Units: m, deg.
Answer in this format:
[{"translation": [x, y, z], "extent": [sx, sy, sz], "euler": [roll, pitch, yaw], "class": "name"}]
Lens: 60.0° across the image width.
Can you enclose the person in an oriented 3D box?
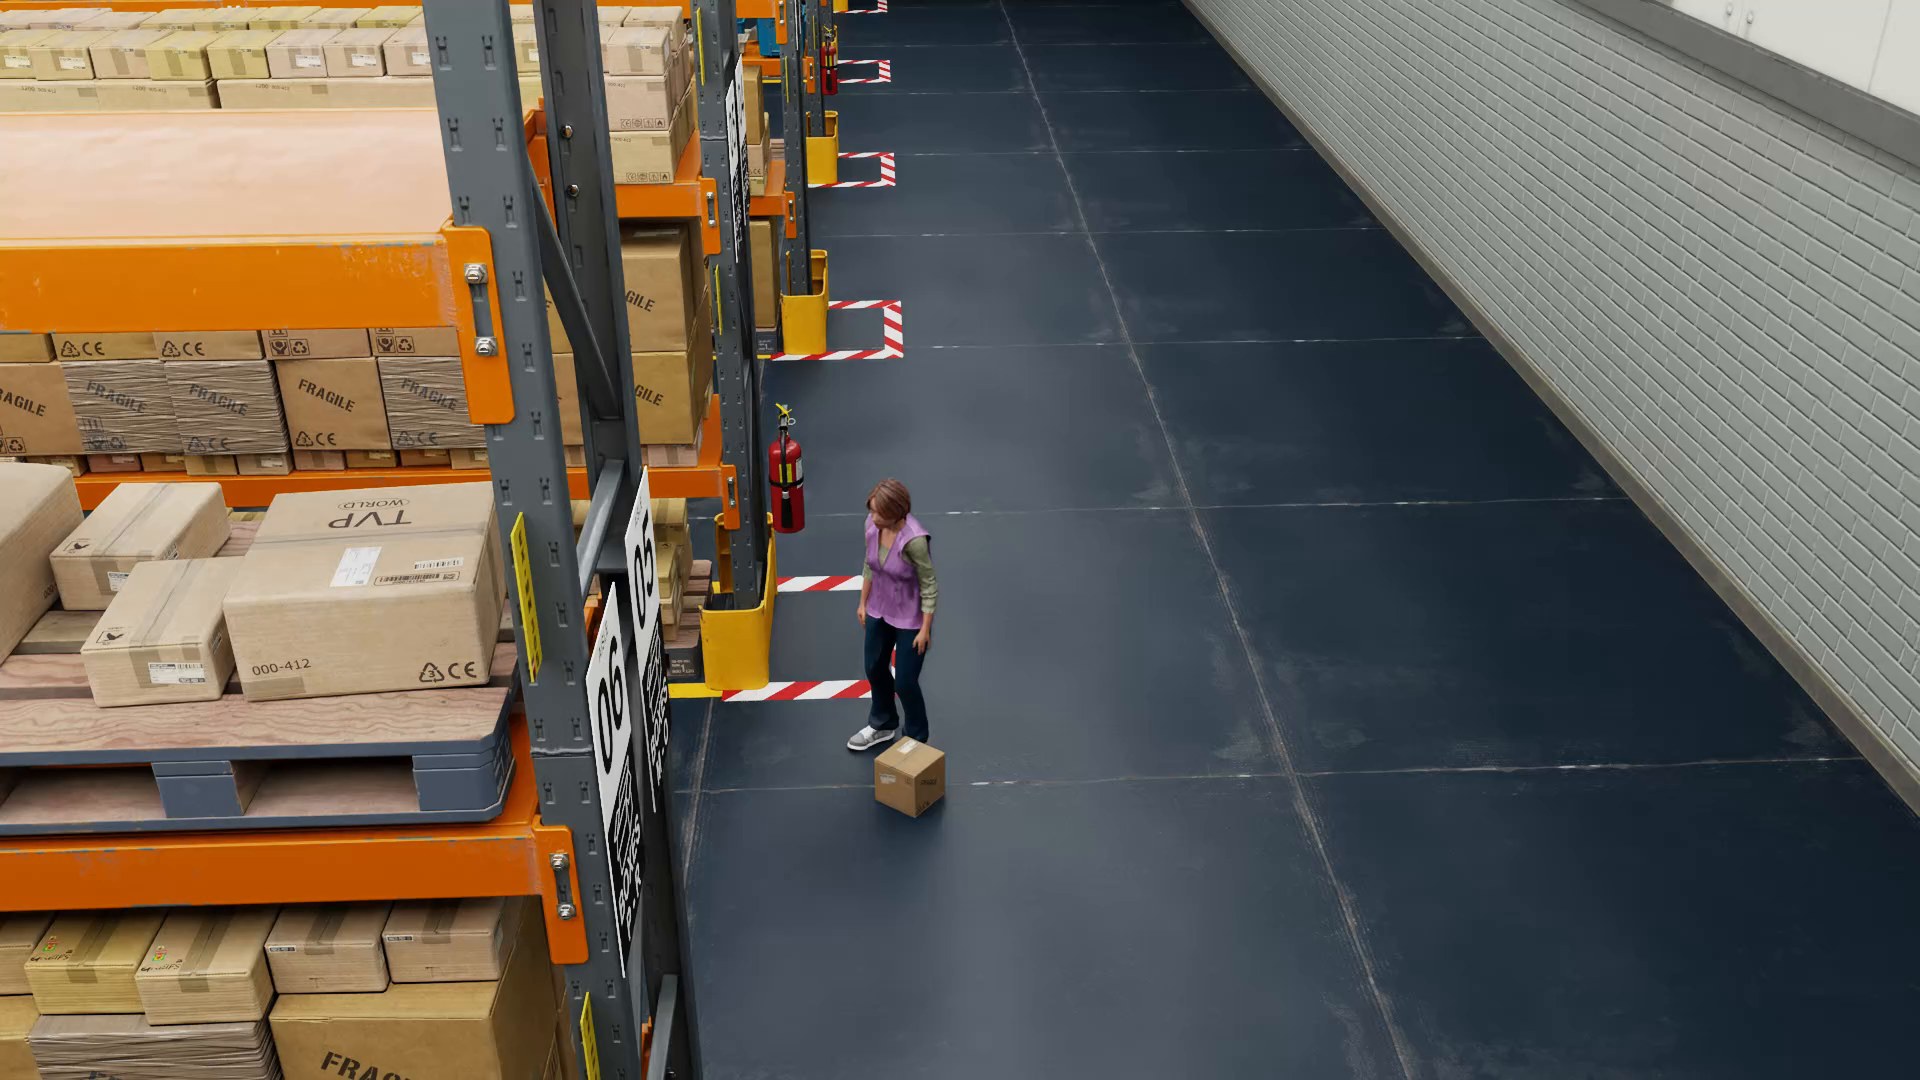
[{"translation": [-0.318, 0.400, 8.230], "extent": [0.474, 1.580, 0.346], "euler": [22, 35, 35], "class": "person"}]
